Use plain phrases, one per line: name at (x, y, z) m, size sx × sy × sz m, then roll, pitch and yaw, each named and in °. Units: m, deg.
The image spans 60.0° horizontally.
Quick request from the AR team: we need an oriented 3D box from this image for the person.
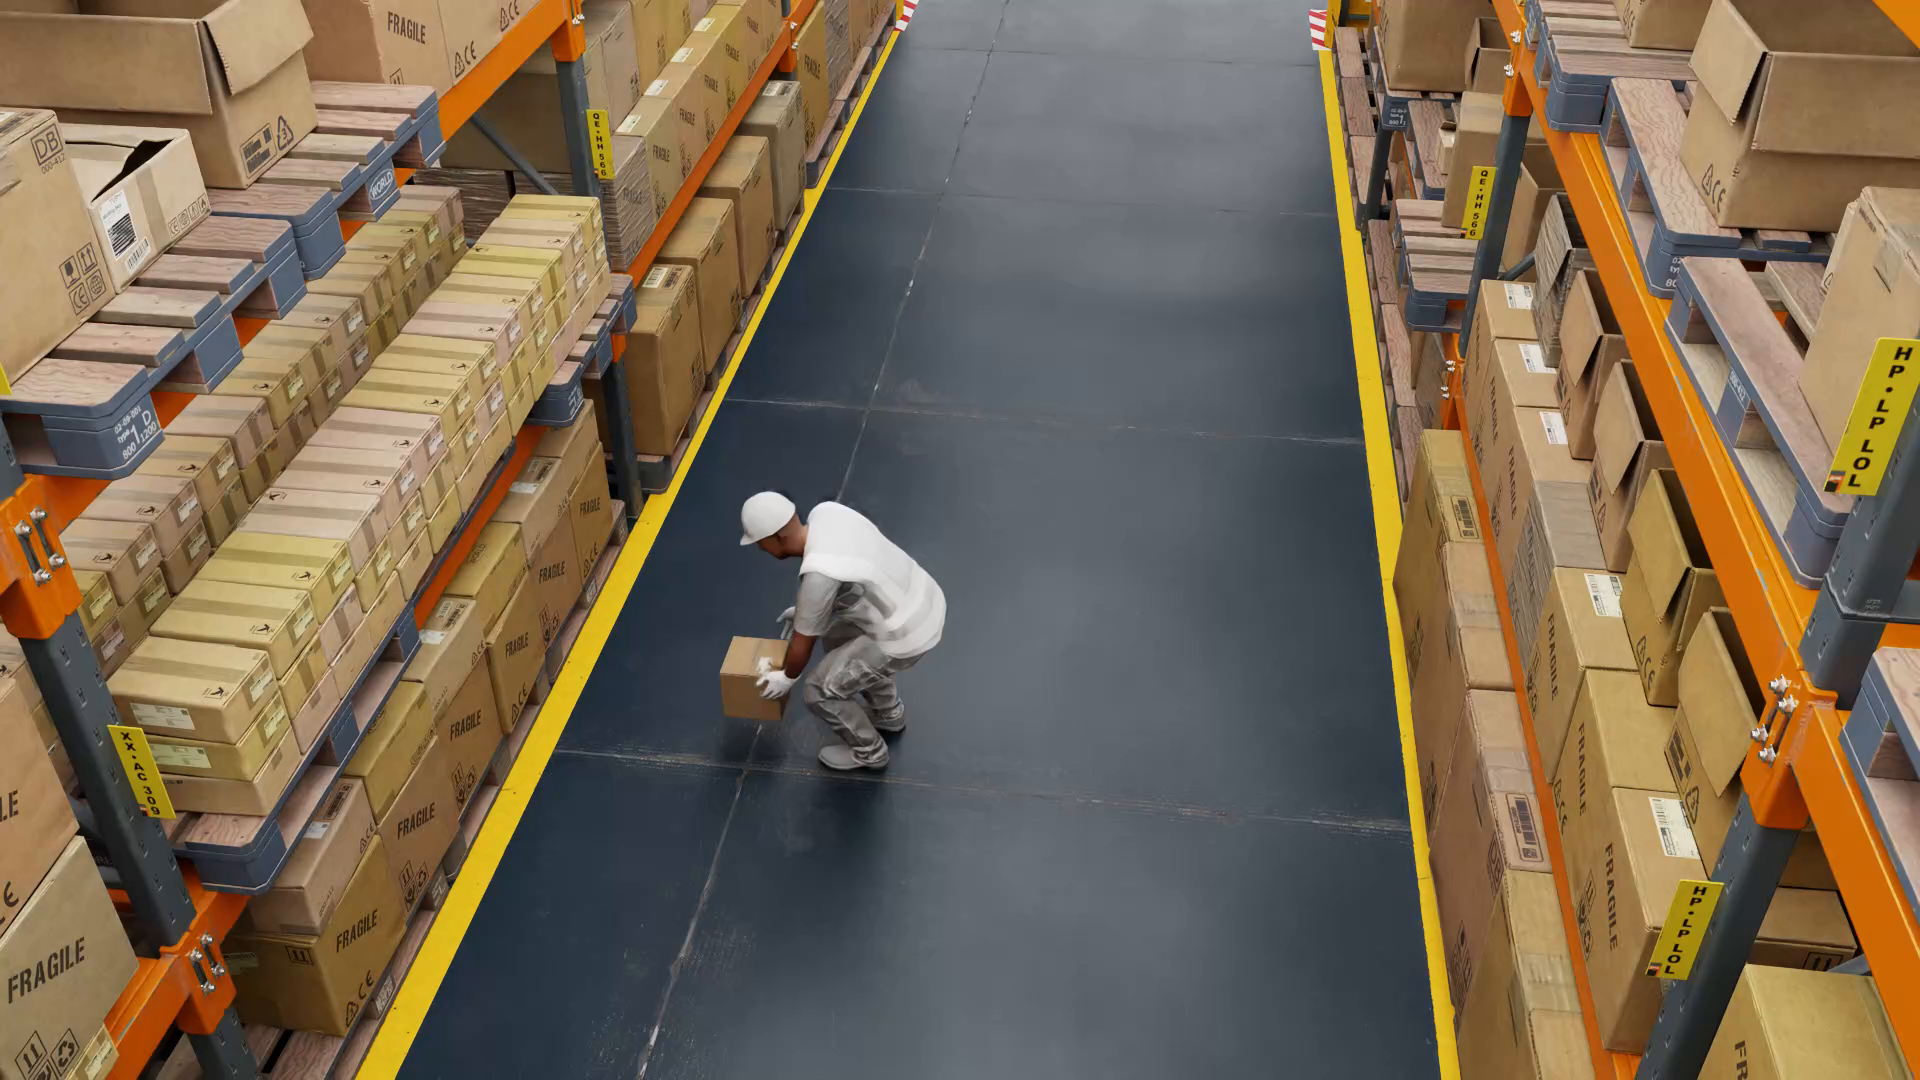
person at (-0.472, 0.378, 6.896) m, size 0.813 × 1.322 × 0.612 m, roll 4°, pitch 36°, yaw 6°
